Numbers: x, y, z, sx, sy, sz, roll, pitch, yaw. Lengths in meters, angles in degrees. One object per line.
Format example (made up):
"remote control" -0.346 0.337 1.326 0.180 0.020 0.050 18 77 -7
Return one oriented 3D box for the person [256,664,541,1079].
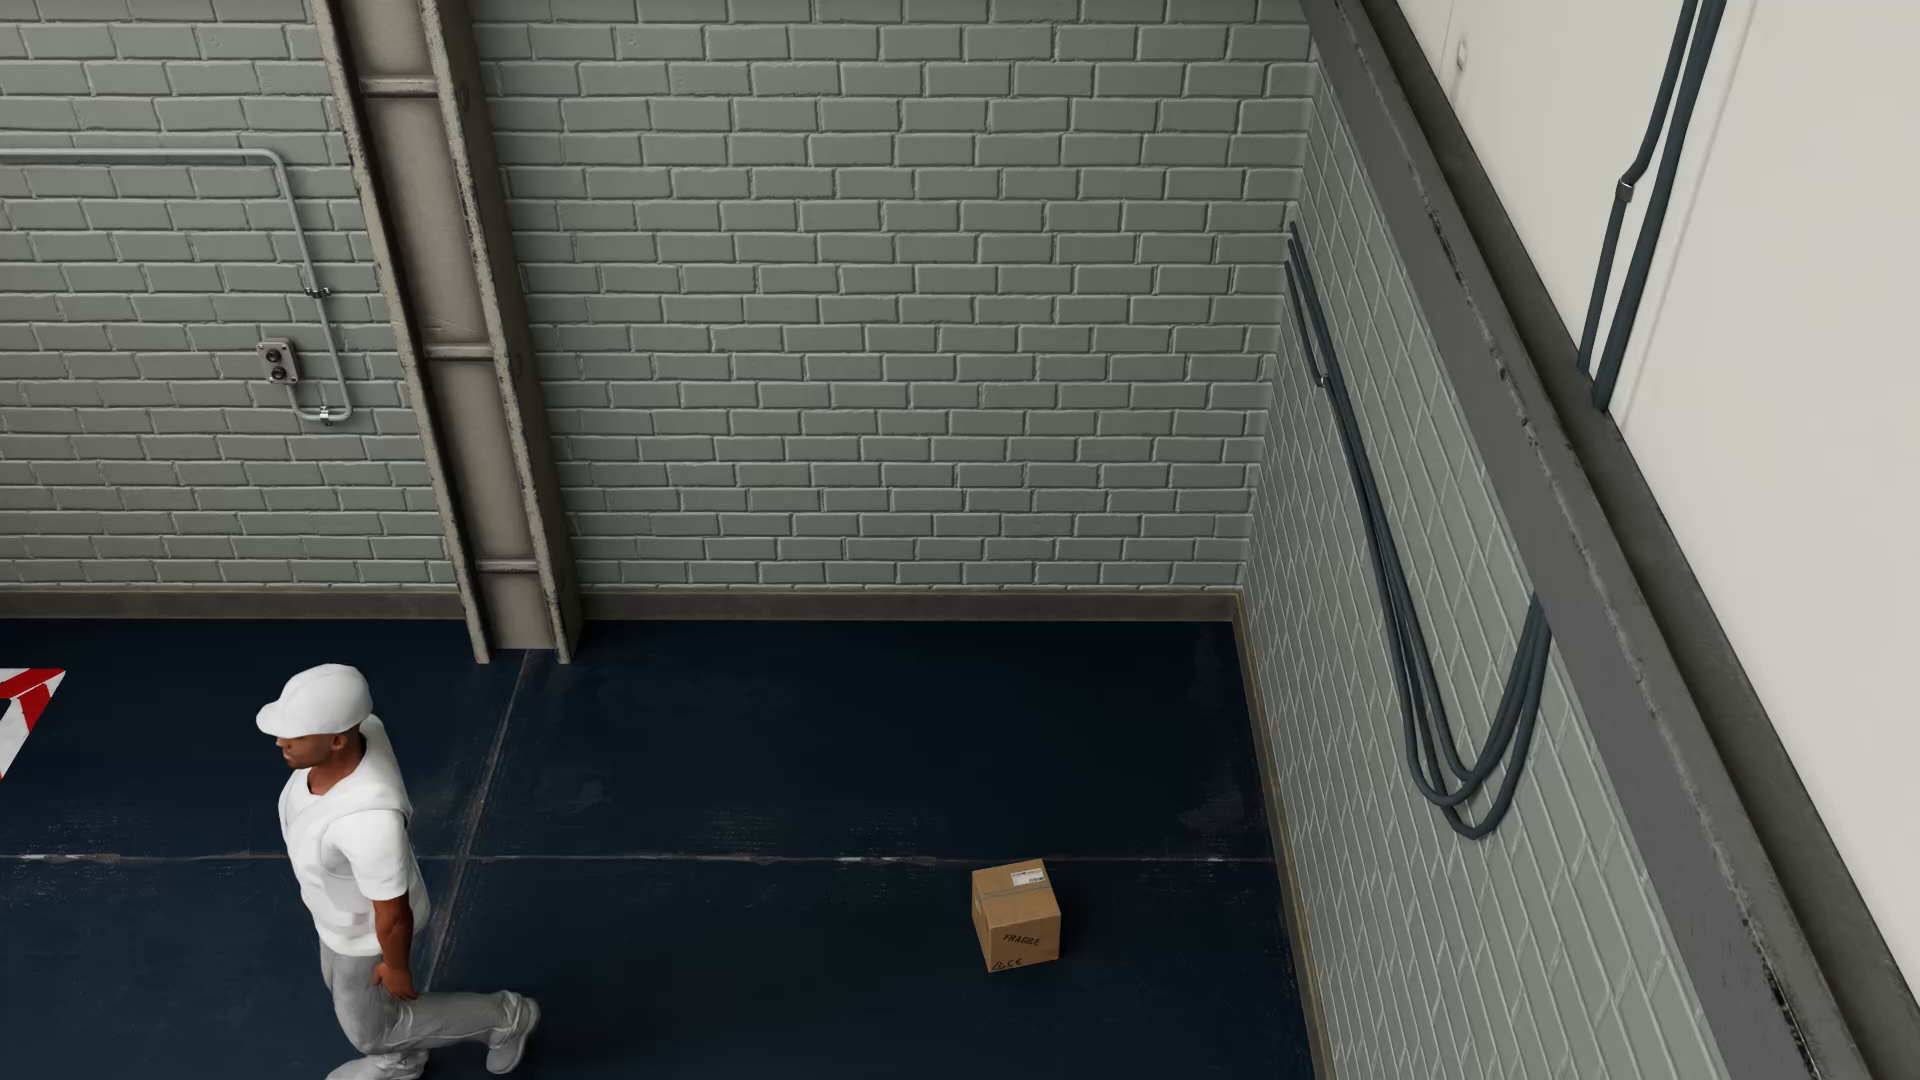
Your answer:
"person" -1.685 1.046 4.838 0.679 1.748 0.588 -18 43 -20
